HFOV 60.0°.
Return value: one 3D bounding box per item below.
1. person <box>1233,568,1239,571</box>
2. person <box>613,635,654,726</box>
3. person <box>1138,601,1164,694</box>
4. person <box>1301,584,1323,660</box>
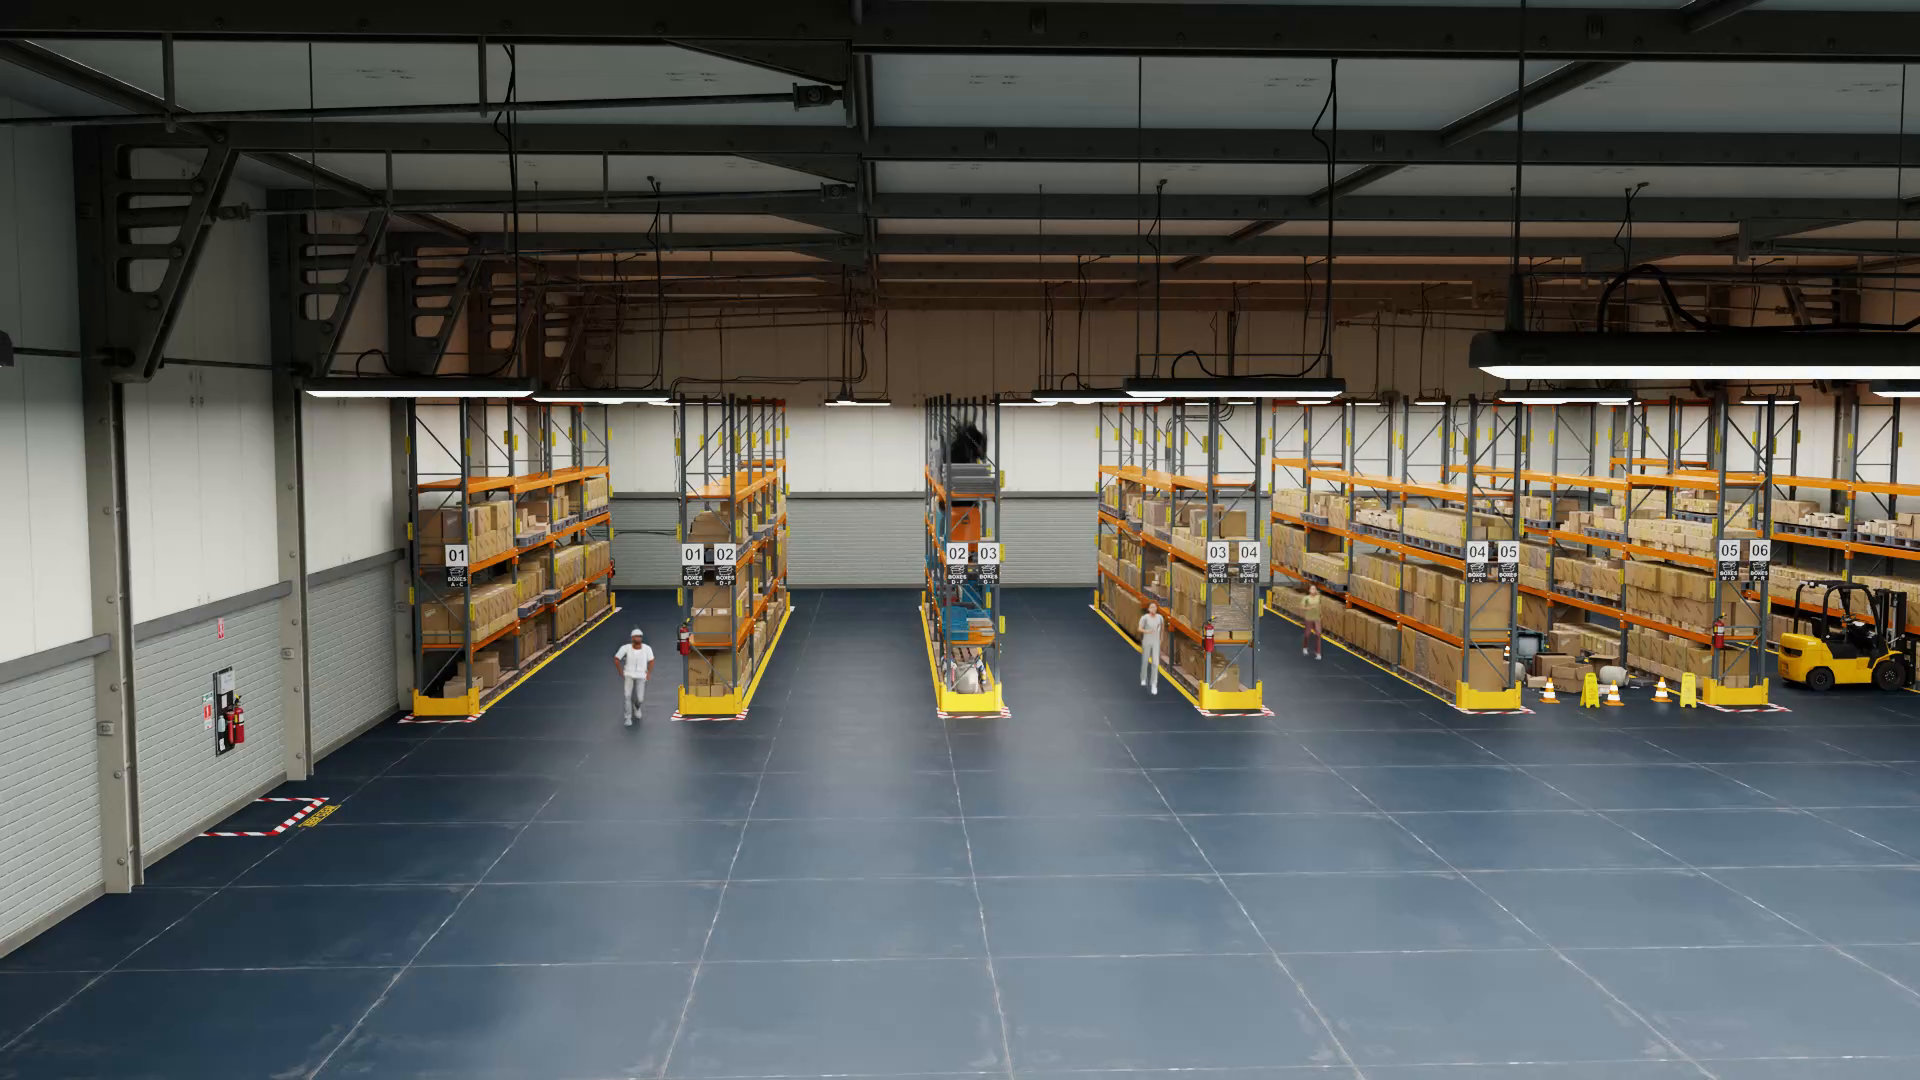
[{"bbox_3d":[7.721,1.185,46.185,0.675,1.814,0.723,0,5,-5],"label":"person"},{"bbox_3d":[-5.940,2.503,30.333,0.730,1.664,0.719,-1,5,-14],"label":"person"},{"bbox_3d":[3.717,2.066,32.299,0.575,1.777,0.713,-1,5,-8],"label":"person"},{"bbox_3d":[8.084,1.860,38.194,0.561,1.672,0.908,0,5,-5],"label":"person"}]
